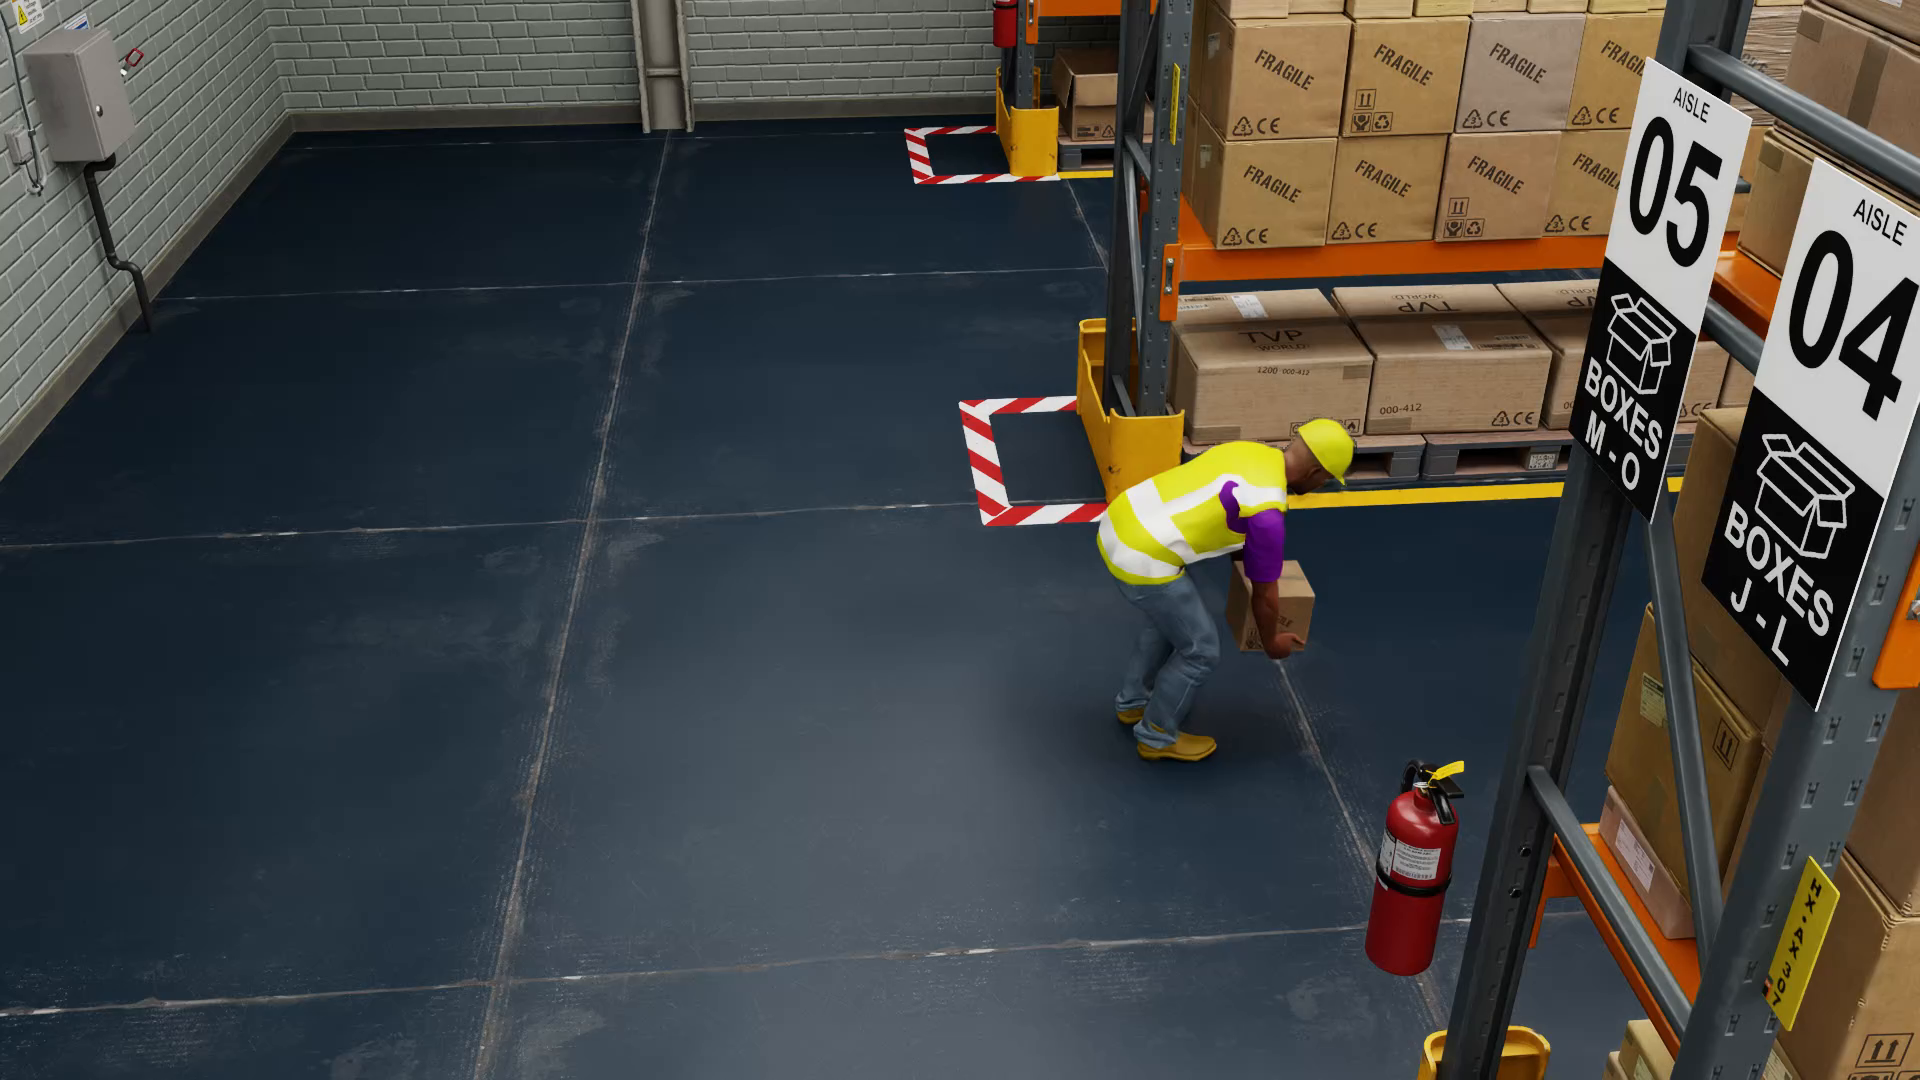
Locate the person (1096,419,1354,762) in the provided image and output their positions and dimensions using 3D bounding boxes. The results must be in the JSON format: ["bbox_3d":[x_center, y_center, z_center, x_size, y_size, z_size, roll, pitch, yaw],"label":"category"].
[{"bbox_3d":[0.966,0.173,6.230,0.912,1.342,0.491,-4,31,-6],"label":"person"}]
